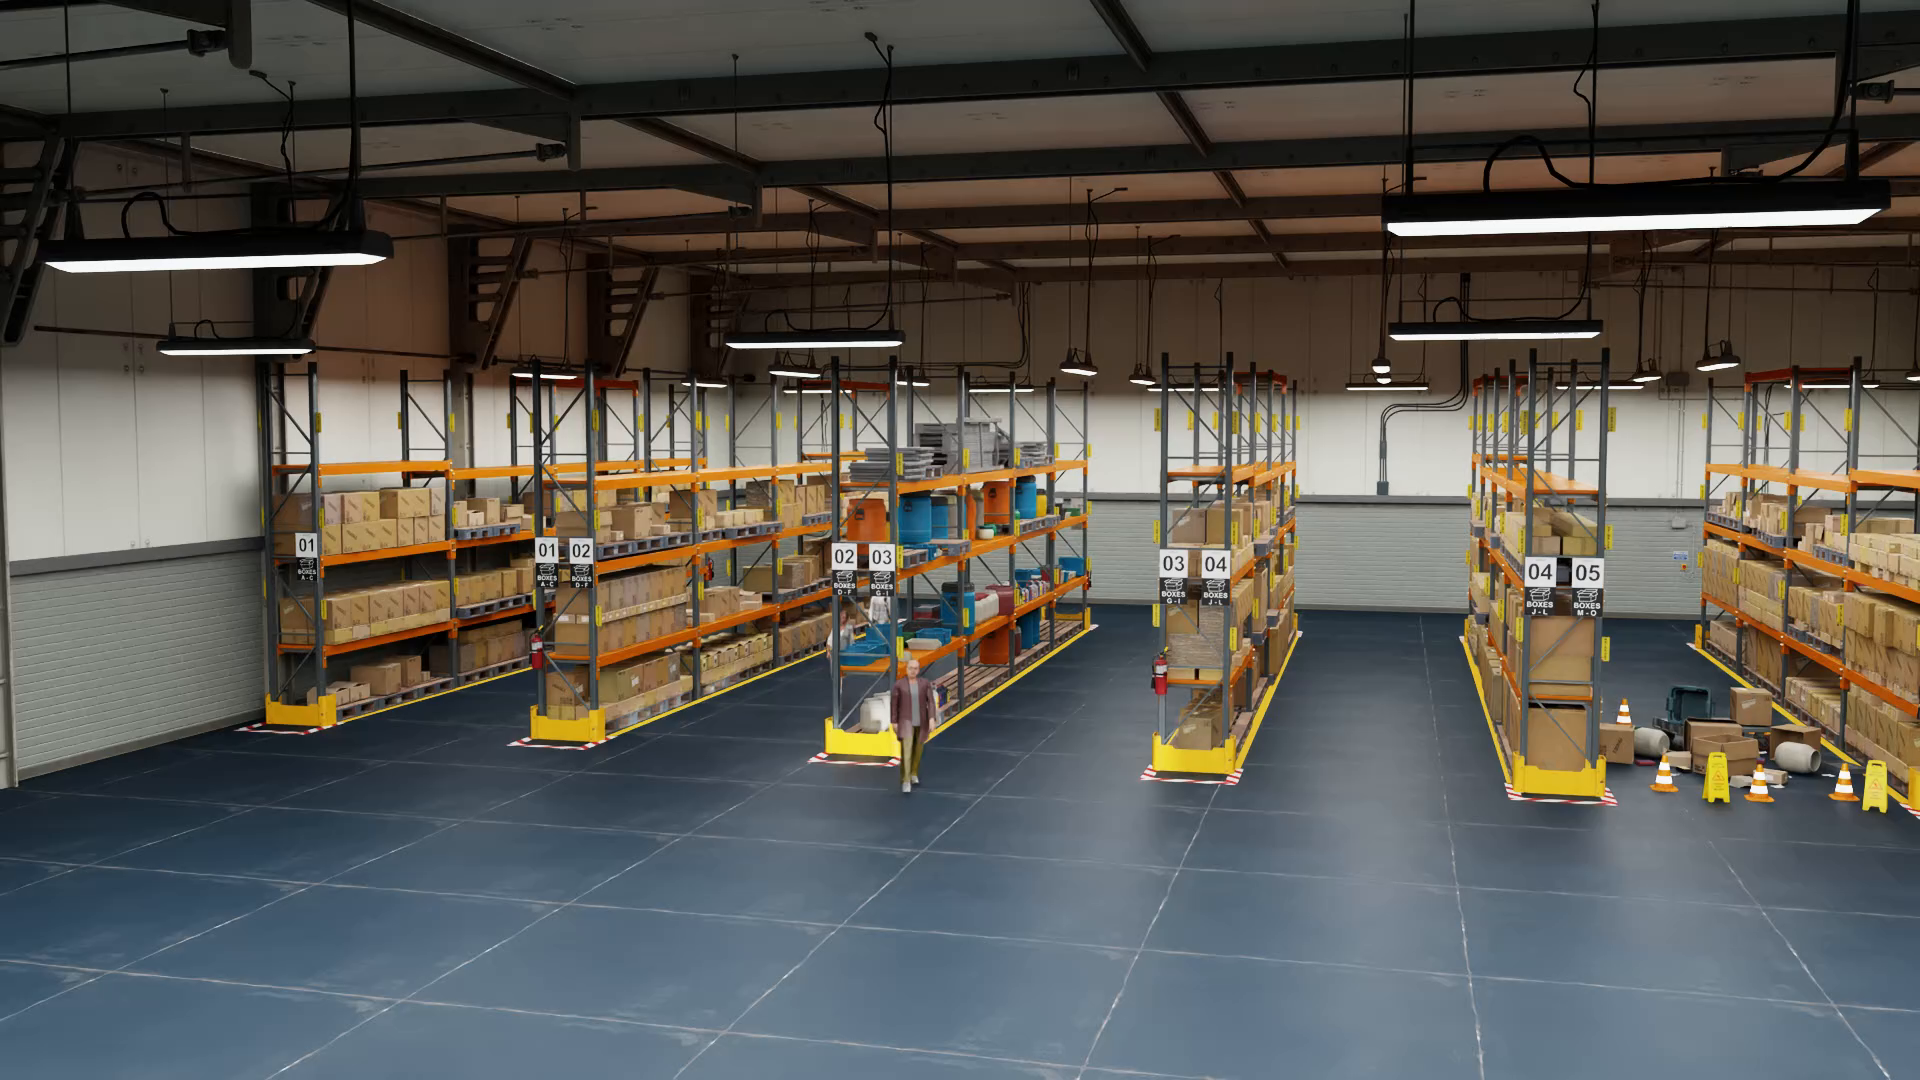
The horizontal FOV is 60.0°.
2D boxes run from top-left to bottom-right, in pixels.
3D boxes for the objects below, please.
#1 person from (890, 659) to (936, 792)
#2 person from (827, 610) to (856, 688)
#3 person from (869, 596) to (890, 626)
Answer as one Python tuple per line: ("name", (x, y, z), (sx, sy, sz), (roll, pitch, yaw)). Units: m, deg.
("person", (-0.617, 2.516, 22.712), (0.590, 1.746, 0.976), (-1, 4, -18))
("person", (-2.085, 1.967, 29.179), (0.500, 1.460, 0.765), (0, 4, -2))
("person", (-1.680, 1.653, 35.406), (0.488, 1.578, 1.049), (1, 4, 14))
